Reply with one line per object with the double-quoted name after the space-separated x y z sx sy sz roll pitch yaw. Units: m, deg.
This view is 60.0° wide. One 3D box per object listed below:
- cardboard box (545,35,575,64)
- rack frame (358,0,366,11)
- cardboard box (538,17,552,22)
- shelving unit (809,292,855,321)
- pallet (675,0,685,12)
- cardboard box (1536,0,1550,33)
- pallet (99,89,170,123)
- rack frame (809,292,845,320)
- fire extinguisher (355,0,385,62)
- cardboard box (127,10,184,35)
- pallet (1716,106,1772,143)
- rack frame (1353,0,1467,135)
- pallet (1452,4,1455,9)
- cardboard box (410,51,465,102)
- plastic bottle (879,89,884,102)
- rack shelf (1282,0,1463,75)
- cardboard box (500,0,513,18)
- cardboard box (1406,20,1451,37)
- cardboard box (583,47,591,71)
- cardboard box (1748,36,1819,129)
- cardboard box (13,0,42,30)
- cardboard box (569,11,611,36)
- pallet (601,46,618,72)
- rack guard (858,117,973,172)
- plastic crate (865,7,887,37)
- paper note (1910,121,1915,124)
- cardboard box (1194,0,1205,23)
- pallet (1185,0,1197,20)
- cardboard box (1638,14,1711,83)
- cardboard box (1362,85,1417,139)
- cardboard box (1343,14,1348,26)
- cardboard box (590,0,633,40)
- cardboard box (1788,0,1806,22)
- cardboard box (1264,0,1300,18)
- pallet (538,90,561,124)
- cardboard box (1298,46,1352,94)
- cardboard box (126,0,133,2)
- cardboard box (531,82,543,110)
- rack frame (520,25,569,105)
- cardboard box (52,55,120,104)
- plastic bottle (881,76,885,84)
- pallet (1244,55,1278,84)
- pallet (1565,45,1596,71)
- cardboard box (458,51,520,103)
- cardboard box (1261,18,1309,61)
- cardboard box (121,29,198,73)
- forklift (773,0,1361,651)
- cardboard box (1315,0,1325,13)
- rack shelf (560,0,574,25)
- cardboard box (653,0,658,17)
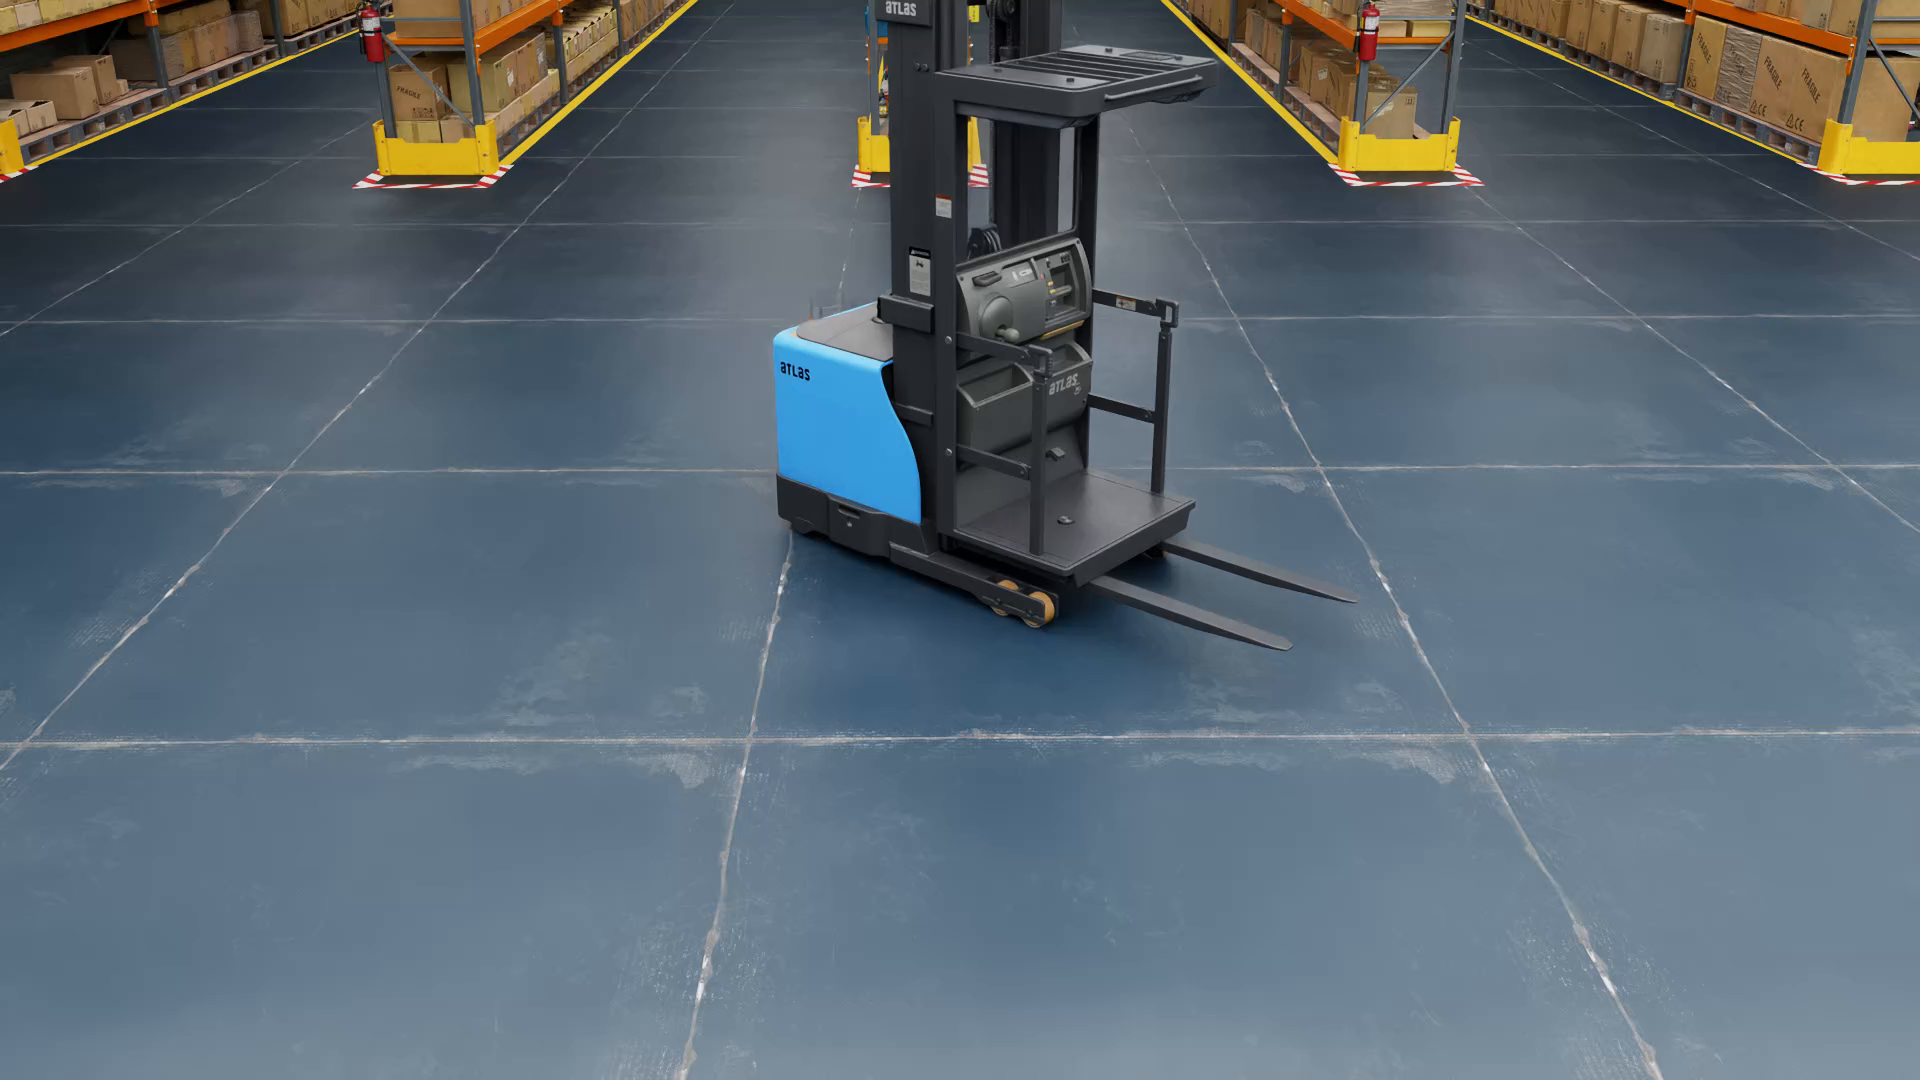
-5.163 -6.190 20.943 0.500 0.311 0.500 0 24 0 "cardboard box"
-10.448 -10.097 27.435 1.000 3.000 0.127 0 24 -1 "rack frame"
-5.721 -7.023 22.785 0.500 0.311 0.500 -1 24 -2 "cardboard box"
-0.692 -0.835 9.311 0.215 1.050 0.252 -8 24 -16 "shelving unit"
-5.517 -9.637 29.803 1.003 0.211 1.213 0 24 -1 "pallet"
9.145 -8.033 25.395 0.500 0.500 0.500 1 24 2 "cardboard box"
-10.318 -5.254 20.110 1.003 0.211 1.213 0 24 -1 "pallet"
-0.728 -0.880 9.418 0.200 1.050 0.008 -8 24 -16 "rack frame"
-5.827 -5.090 16.459 0.296 0.674 0.183 0 24 -1 "fire extinguisher"
-10.394 -6.689 21.488 0.500 0.250 0.500 -1 24 -2 "cardboard box"
9.406 -4.760 19.018 1.003 0.211 1.213 0 24 -1 "pallet"
4.542 -5.219 16.650 1.000 3.000 0.127 0 24 -1 "rack frame"
9.313 -9.655 29.841 1.003 0.211 1.213 0 24 -1 "pallet"
-5.693 -5.088 18.277 0.500 0.500 0.500 0 24 -1 "cardboard box"
-0.888 -4.963 18.845 0.061 0.283 0.133 0 24 1 "plastic bottle"
4.520 -5.716 18.620 1.077 0.370 4.000 0 24 -1 "rack shelf"
-5.376 -6.052 18.370 0.700 0.500 0.500 0 24 1 "cardboard box"
4.777 -5.223 16.964 0.380 0.149 0.250 0 24 -1 "cardboard box"
-5.177 -6.354 21.987 0.500 0.250 0.500 -1 24 -2 "cardboard box"
9.418 -5.065 18.377 0.875 0.875 0.875 -1 24 -1 "cardboard box"
-10.025 -5.510 17.450 0.500 0.250 0.500 -1 24 -2 "cardboard box"
-5.187 -7.238 23.260 0.500 0.311 0.500 -1 24 -1 "cardboard box"
-5.481 -6.863 23.668 1.003 0.211 1.213 0 24 -1 "pallet"
-0.458 -4.089 17.185 1.175 0.500 0.348 0 24 -1 "rack guard"
-0.715 -5.334 17.084 0.499 0.251 0.616 0 24 -1 "plastic crate"
11.304 -4.940 19.646 0.172 0.023 0.155 8 26 18 "paper note"
4.449 -8.755 26.537 1.225 0.875 0.875 -1 24 -2 "cardboard box"
4.481 -9.207 28.851 1.003 0.211 1.213 0 24 -1 "pallet"
9.363 -6.270 21.193 1.050 0.750 0.750 0 24 -1 "cardboard box"
4.552 -4.529 17.648 0.500 0.500 0.500 4 25 9 "cardboard box"
4.289 -5.530 17.642 0.380 0.149 0.250 0 24 -1 "cardboard box"
-5.170 -7.723 24.686 0.500 0.500 0.500 1 24 2 "cardboard box"
9.545 -5.879 17.926 0.875 0.550 0.550 0 24 -1 "cardboard box"
4.508 -7.424 23.115 0.500 0.250 0.500 2 24 5 "cardboard box"
-5.441 -5.226 20.049 1.003 0.211 1.213 0 24 -1 "pallet"
4.463 -5.755 20.358 0.500 0.500 0.500 -1 24 -2 "cardboard box"
-10.052 -6.548 19.745 0.500 0.250 0.500 0 24 0 "cardboard box"
-5.168 -5.161 19.348 0.500 0.250 0.500 0 24 -1 "cardboard box"
-5.407 -6.825 20.199 1.000 3.000 0.127 0 24 -1 "rack frame"
-10.309 -5.435 19.626 0.500 0.500 0.500 -2 24 -5 "cardboard box"
-0.898 -5.328 19.652 0.061 0.283 0.133 1 24 2 "plastic bottle"
4.472 -6.422 22.693 1.003 0.211 1.213 0 24 -1 "pallet"
9.349 -6.901 23.752 1.003 0.211 1.213 0 24 -1 "pallet"
-5.173 -5.090 18.282 0.500 0.500 0.500 0 24 -1 "cardboard box"
4.514 -6.839 22.731 0.700 0.500 0.500 2 24 4 "cardboard box"
-10.441 -6.378 21.712 0.700 0.500 0.500 -1 24 -2 "cardboard box"
0.475 -1.168 7.775 3.031 2.935 1.130 19 31 36 "forklift"
4.230 -6.045 18.781 0.380 0.149 0.250 0 24 -1 "cardboard box"
-5.429 -7.321 22.170 1.077 0.370 4.000 0 24 -1 "rack shelf"
-5.206 -8.777 27.015 0.500 0.500 0.500 0 24 0 "cardboard box"
